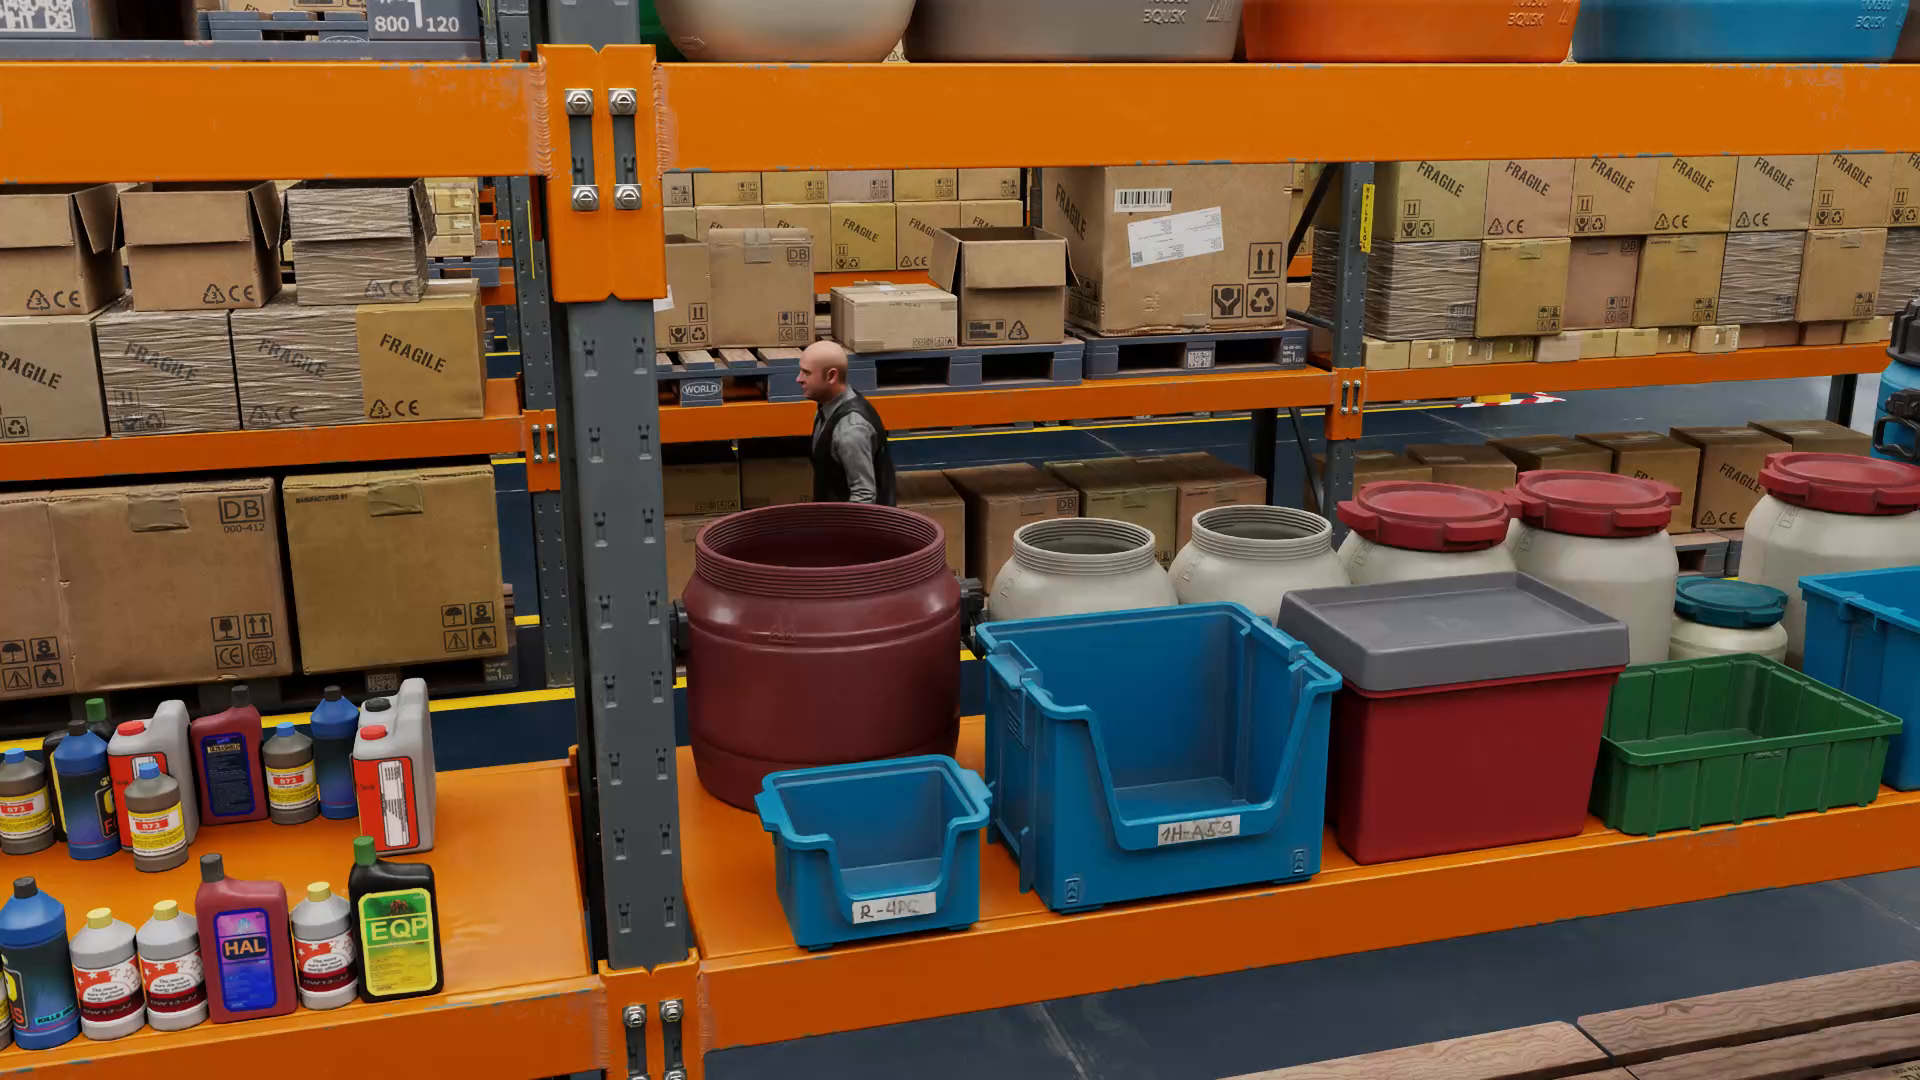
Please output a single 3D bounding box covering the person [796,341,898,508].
[{"bbox_3d":[-0.483,0.002,7.066,0.420,1.720,0.579,-5,16,-16],"label":"person"}]
